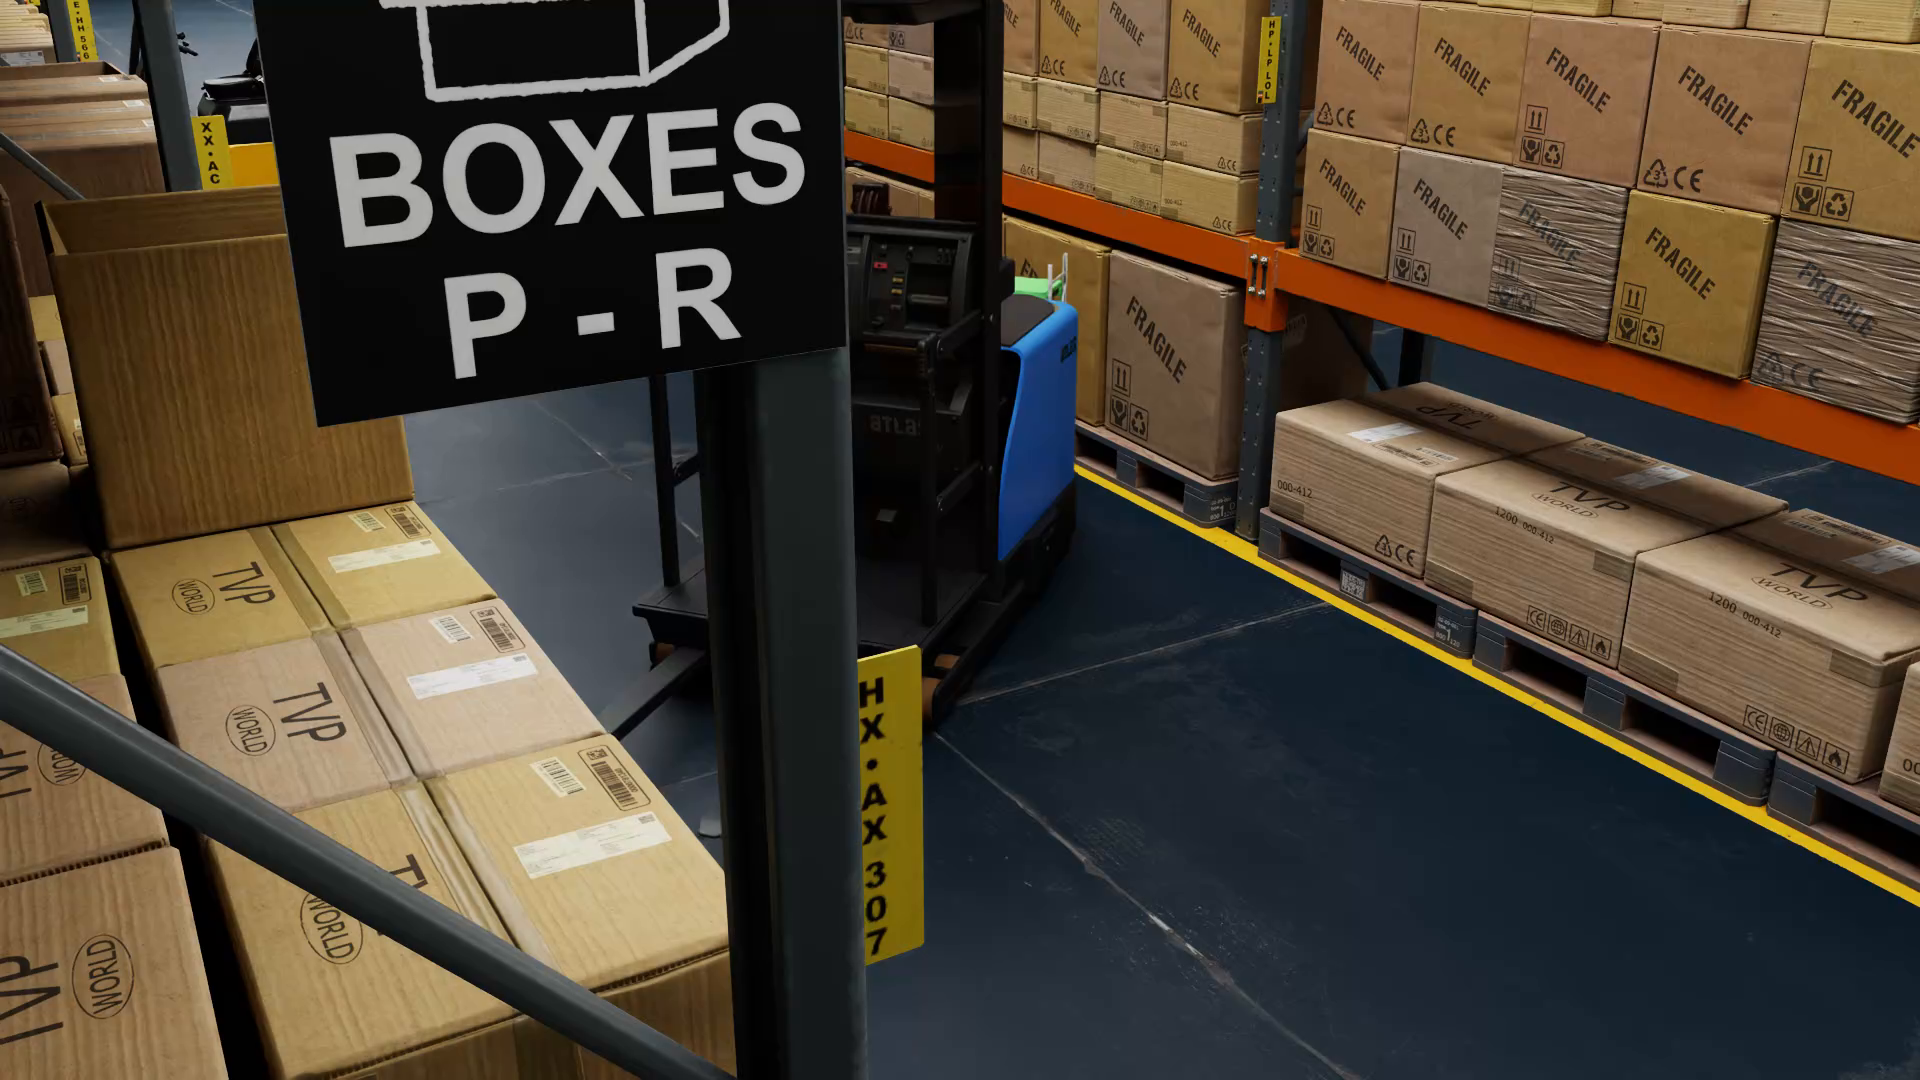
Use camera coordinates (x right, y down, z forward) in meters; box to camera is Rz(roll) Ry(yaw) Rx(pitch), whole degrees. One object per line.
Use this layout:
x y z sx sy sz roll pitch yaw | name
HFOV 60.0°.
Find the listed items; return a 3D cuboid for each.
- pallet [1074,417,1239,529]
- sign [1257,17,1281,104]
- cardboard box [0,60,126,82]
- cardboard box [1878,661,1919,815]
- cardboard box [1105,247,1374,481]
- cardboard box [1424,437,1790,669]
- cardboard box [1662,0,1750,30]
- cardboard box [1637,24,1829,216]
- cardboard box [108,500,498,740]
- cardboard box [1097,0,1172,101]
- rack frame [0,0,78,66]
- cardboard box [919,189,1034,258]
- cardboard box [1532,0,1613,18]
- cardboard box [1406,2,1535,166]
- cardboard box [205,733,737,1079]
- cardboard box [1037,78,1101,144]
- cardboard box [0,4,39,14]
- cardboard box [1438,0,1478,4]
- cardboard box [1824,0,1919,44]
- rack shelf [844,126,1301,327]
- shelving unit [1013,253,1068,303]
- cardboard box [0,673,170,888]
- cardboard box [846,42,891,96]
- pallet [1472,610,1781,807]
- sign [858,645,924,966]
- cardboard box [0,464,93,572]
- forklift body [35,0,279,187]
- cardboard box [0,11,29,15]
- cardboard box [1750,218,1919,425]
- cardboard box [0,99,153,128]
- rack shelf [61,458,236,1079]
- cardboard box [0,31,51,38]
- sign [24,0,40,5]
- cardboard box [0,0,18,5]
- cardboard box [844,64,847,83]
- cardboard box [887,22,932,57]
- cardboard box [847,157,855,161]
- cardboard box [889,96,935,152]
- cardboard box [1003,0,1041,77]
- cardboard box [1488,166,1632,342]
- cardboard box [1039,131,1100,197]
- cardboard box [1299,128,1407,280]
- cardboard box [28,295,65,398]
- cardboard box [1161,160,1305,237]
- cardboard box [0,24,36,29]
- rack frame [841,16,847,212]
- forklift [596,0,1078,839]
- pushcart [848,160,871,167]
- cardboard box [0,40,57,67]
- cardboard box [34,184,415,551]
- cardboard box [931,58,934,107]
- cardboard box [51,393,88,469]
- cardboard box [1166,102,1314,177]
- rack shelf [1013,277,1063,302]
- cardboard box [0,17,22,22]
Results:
1.217 -0.433 8.097 1.003 0.211 1.213 -13 25 -28 | pallet
1.215 -1.882 6.525 0.100 0.325 0.005 -13 25 -28 | sign
-3.639 -1.578 6.515 0.797 0.503 0.637 -13 26 -29 | cardboard box
3.297 0.603 4.689 0.875 0.438 0.875 -14 26 -30 | cardboard box
1.291 -0.885 7.770 0.875 0.875 0.875 -12 25 -27 | cardboard box
2.363 0.016 6.133 0.875 0.438 0.875 -13 26 -30 | cardboard box
2.376 -1.651 5.067 0.380 0.149 0.250 -13 25 -28 | cardboard box
2.471 -1.302 5.070 0.500 0.500 0.500 -13 25 -29 | cardboard box
-1.065 0.168 2.720 0.500 0.250 0.500 -13 26 -29 | cardboard box
0.962 -2.262 7.431 0.500 0.500 0.500 -12 25 -27 | cardboard box
-4.632 -1.828 7.826 1.000 3.000 0.127 -13 25 -28 | rack frame
0.367 -1.466 9.198 0.875 0.875 0.875 -12 25 -28 | cardboard box
2.111 -1.809 5.457 0.380 0.149 0.250 -13 26 -30 | cardboard box
1.964 -1.634 5.887 0.500 0.500 0.500 -13 25 -29 | cardboard box
-0.546 0.494 1.916 0.500 0.250 0.500 -12 25 -28 | cardboard box
0.711 -2.075 7.967 0.500 0.250 0.500 -12 25 -27 | cardboard box
-5.835 -3.173 10.141 0.380 0.149 0.250 -13 26 -30 | cardboard box
1.926 -1.993 5.909 0.380 0.149 0.250 -13 25 -29 | cardboard box
2.665 -1.485 4.659 0.380 0.149 0.250 -12 25 -27 | cardboard box
0.655 -1.804 8.721 1.077 0.370 4.000 -13 25 -28 | rack shelf
0.188 -0.668 7.362 0.503 1.200 0.258 8 23 18 | shelving unit
-1.271 0.428 2.079 0.500 0.250 0.500 -13 25 -28 | cardboard box
-0.320 -2.735 9.592 0.500 0.250 0.500 -13 25 -29 | cardboard box
2.625 0.459 5.902 1.003 0.211 1.213 -13 25 -28 | pallet
-0.079 0.256 1.549 0.100 0.325 0.005 -13 25 -28 | sign
-1.787 0.097 2.892 0.500 0.250 0.500 -13 25 -28 | cardboard box
-6.182 -3.762 13.711 2.313 2.155 1.214 -13 25 -28 | forklift body
-5.632 -2.994 9.700 0.380 0.149 0.250 -12 25 -28 | cardboard box
2.731 -0.676 4.859 0.500 0.500 0.500 -12 25 -27 | cardboard box
-2.908 -1.142 5.446 0.700 0.500 0.500 -12 25 -28 | cardboard box
-1.567 0.447 3.183 1.077 0.370 4.000 -13 25 -28 | rack shelf
-4.833 -2.500 8.483 0.380 0.149 0.250 -12 25 -27 | cardboard box
-6.214 -3.731 11.074 0.100 0.325 0.005 -13 25 -28 | sign
-6.163 -3.322 10.507 0.380 0.149 0.250 -13 26 -29 | cardboard box
-0.737 -2.923 10.296 0.380 0.149 0.250 -12 25 -26 | cardboard box
-0.064 -2.929 9.072 0.500 0.500 0.500 -12 25 -28 | cardboard box
-0.895 -3.624 14.558 0.500 0.500 0.500 -13 25 -28 | cardboard box
-0.056 -2.345 9.297 0.500 0.250 0.500 -13 26 -30 | cardboard box
0.442 -2.594 8.249 0.500 0.500 0.500 -12 25 -27 | cardboard box
2.193 -1.008 5.674 0.500 0.500 0.500 -12 25 -28 | cardboard box
0.730 -1.849 8.076 0.500 0.250 0.500 -13 26 -30 | cardboard box
1.691 -1.334 6.476 0.500 0.500 0.500 -12 25 -27 | cardboard box
-2.119 -0.484 4.323 0.500 0.250 0.500 -12 25 -27 | cardboard box
1.231 -1.517 7.259 0.500 0.250 0.500 -13 26 -29 | cardboard box
-5.131 -2.657 8.871 0.380 0.149 0.250 -12 25 -28 | cardboard box
-0.367 -2.784 10.178 1.000 3.000 0.127 -13 25 -28 | rack frame
-0.478 -0.895 5.621 1.130 2.935 3.031 8 23 18 | forklift
-0.476 -3.319 14.977 0.936 0.377 1.648 17 28 36 | pushcart
-4.542 -2.335 8.079 0.380 0.149 0.250 -12 25 -27 | cardboard box
-1.312 -0.339 2.969 0.500 0.500 0.500 -12 25 -27 | cardboard box
0.187 -2.404 8.777 0.500 0.250 0.500 -13 25 -28 | cardboard box
-1.607 -0.161 3.527 0.500 0.250 0.500 -13 25 -29 | cardboard box
1.242 -1.748 7.163 0.500 0.250 0.500 -13 25 -28 | cardboard box
0.188 -1.054 7.205 0.480 0.148 0.258 8 23 18 | rack shelf
-5.426 -2.817 9.263 0.380 0.149 0.250 -13 25 -28 | cardboard box
